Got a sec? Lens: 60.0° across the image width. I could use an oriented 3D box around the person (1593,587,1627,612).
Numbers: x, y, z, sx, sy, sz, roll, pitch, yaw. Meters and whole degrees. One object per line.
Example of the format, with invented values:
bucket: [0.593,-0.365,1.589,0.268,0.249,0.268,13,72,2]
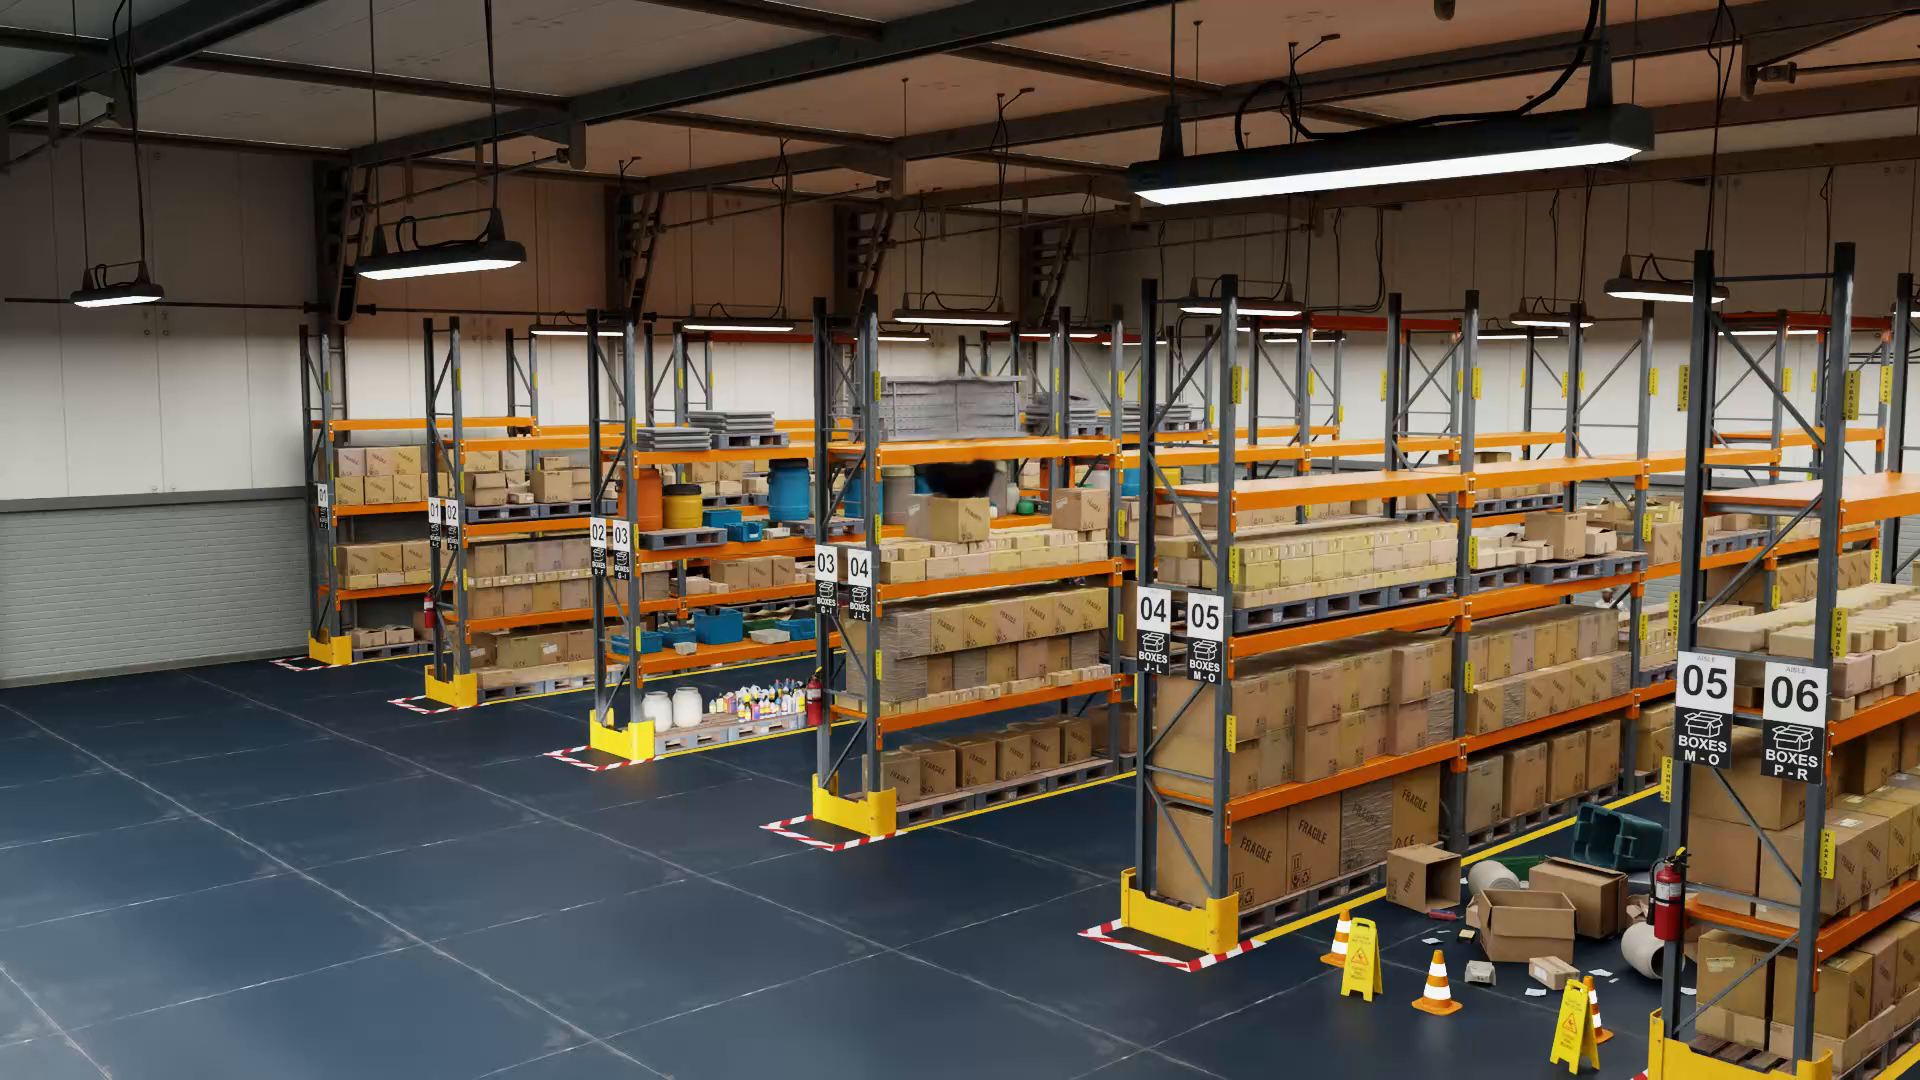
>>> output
person: [-8.465,0.352,18.587,23.870,5.855,35.847,4,7,32]
